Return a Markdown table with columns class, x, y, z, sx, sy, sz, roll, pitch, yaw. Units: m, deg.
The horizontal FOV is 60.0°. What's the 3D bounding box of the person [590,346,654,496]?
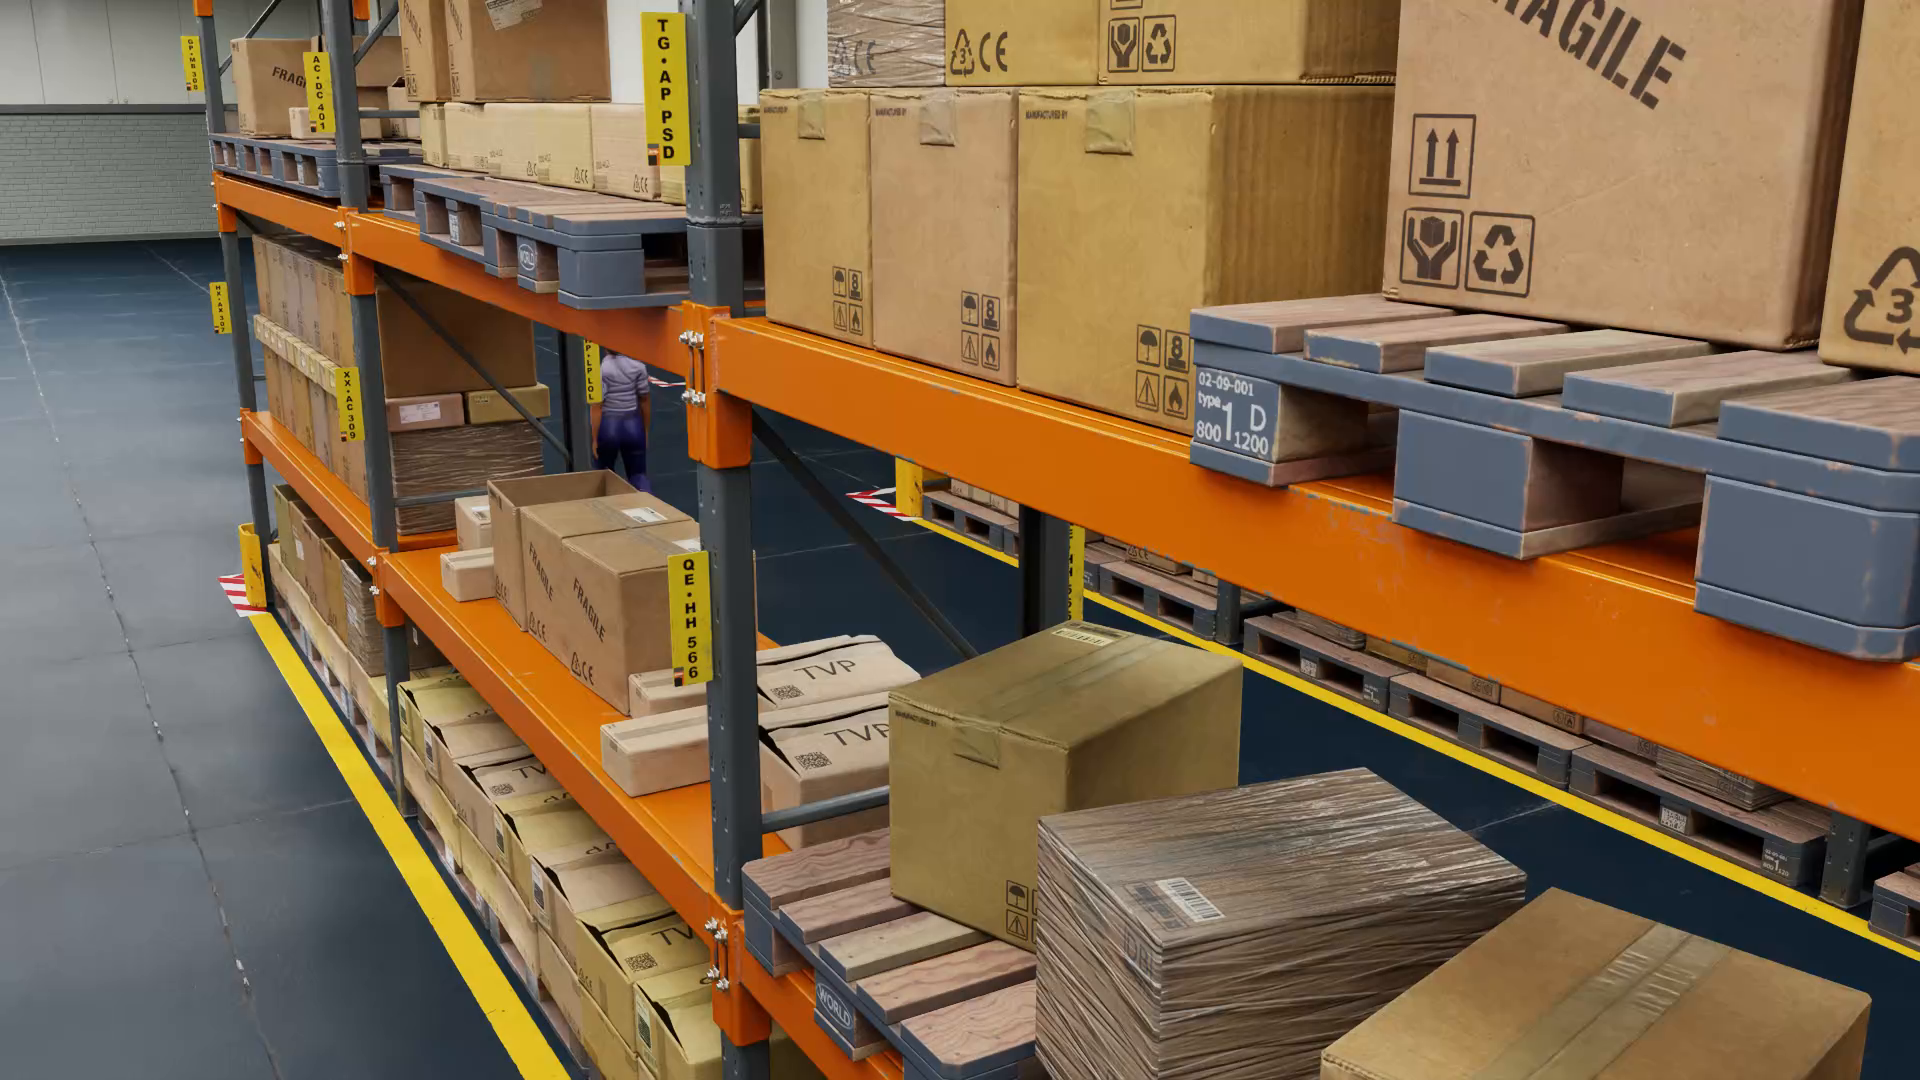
| class | x | y | z | sx | sy | sz | roll | pitch | yaw |
| --- | --- | --- | --- | --- | --- | --- | --- | --- | --- |
| person | -2.534 | -0.789 | 12.458 | 0.482 | 1.615 | 0.736 | -9 | 17 | -30 |
